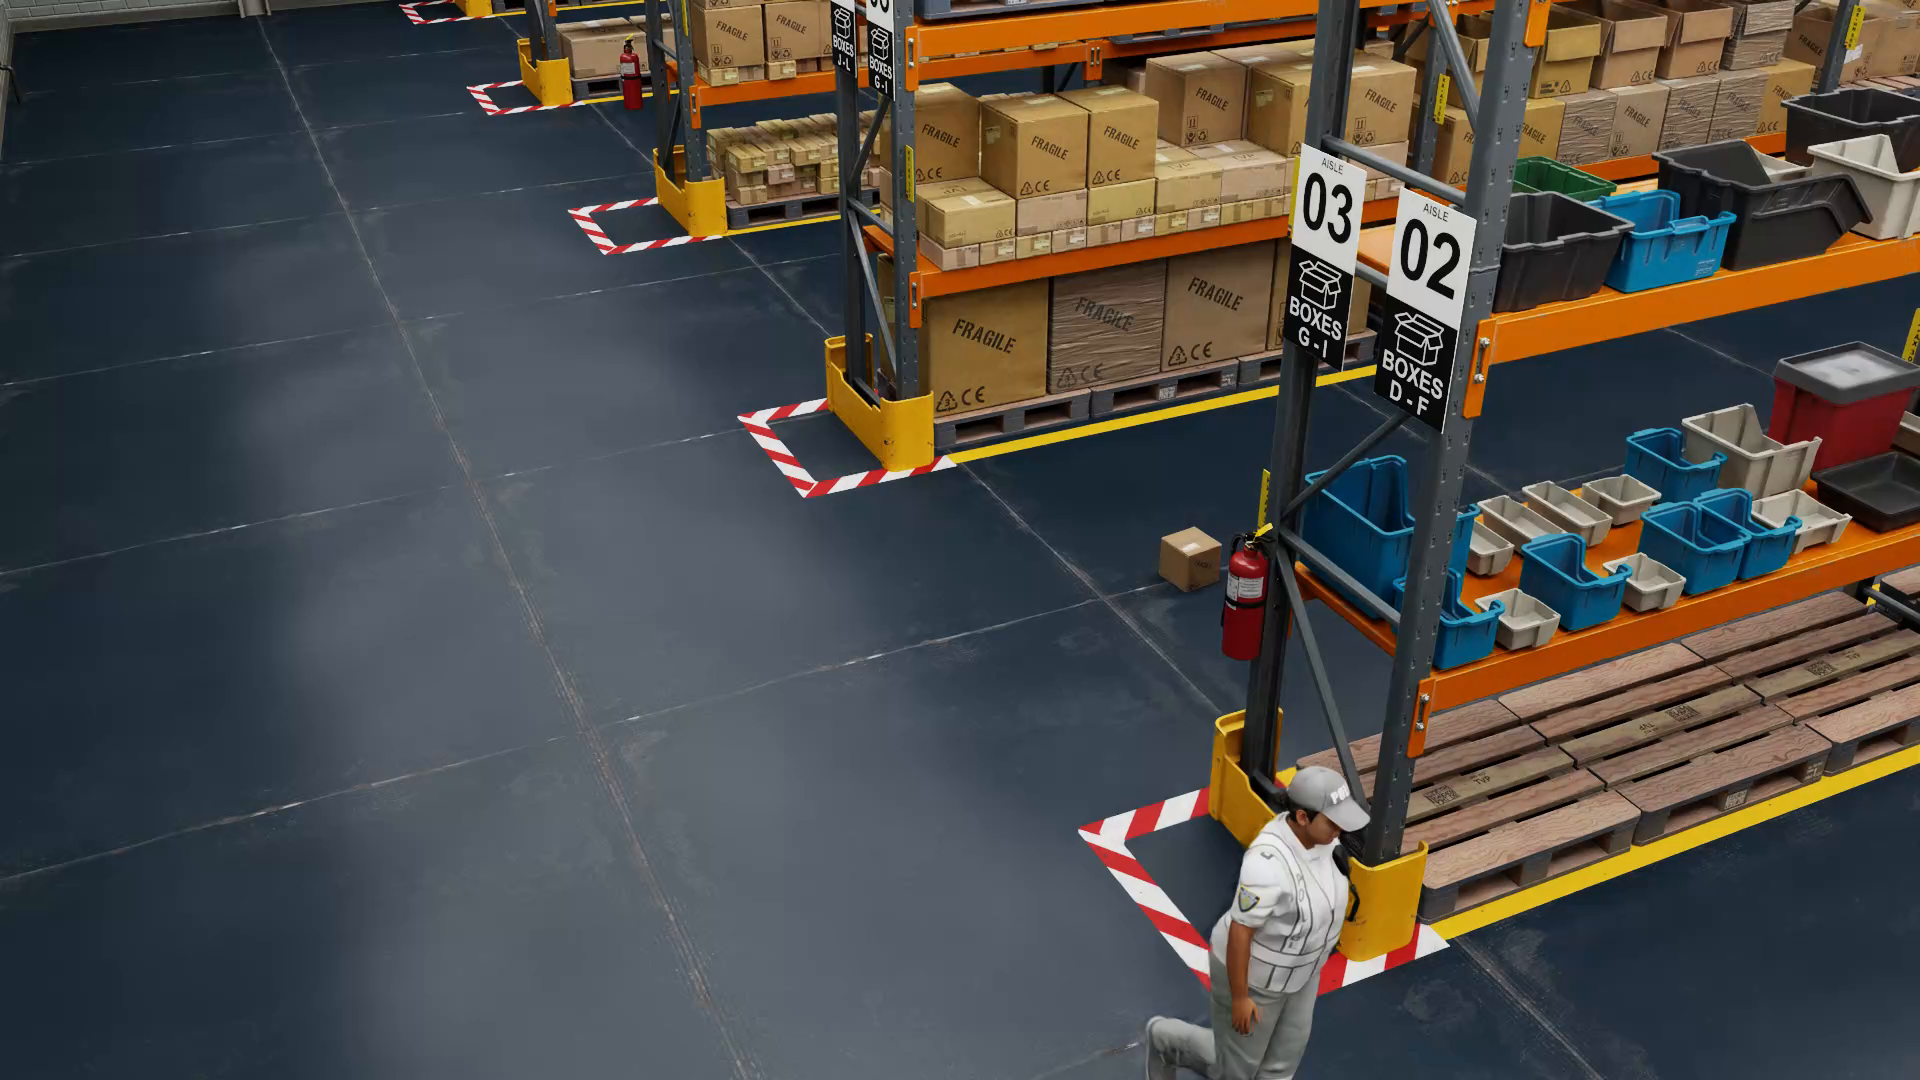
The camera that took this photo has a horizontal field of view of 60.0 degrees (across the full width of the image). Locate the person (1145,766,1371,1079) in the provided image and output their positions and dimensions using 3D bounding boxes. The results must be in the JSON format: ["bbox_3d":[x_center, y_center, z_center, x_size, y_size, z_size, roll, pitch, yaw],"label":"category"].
[{"bbox_3d":[1.037,1.451,5.867,0.524,1.628,0.723,-26,38,-37],"label":"person"}]
